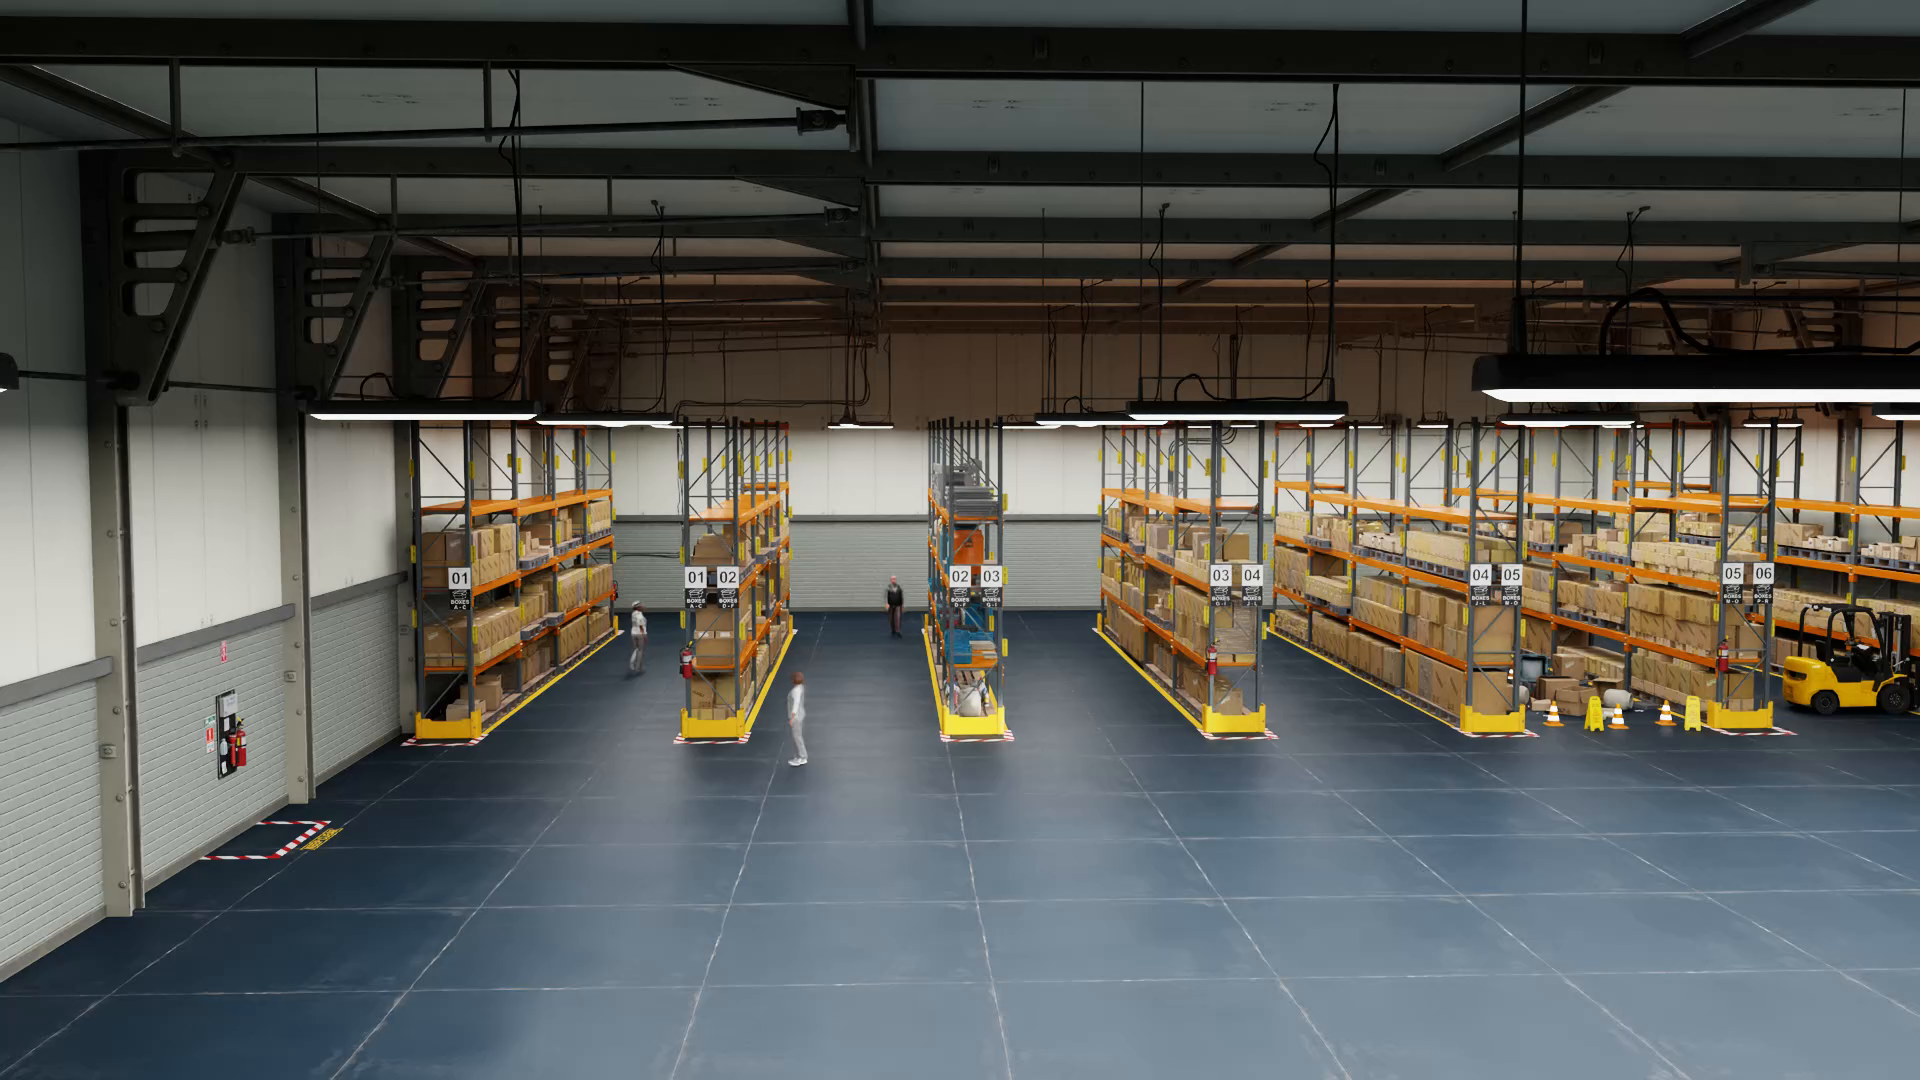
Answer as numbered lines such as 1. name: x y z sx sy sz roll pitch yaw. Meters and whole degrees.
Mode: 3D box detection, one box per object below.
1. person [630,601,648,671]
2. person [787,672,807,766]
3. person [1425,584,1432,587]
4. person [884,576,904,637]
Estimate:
1. person: -7.644 2.277 39.683 0.463 1.693 0.433 3 5 36
2. person: -2.800 3.060 28.558 0.341 1.613 0.456 0 4 -4
3. person: 12.360 1.949 43.983 0.548 1.596 0.552 -1 4 -21
4. person: -1.851 1.842 46.475 0.555 1.659 1.025 0 4 2
